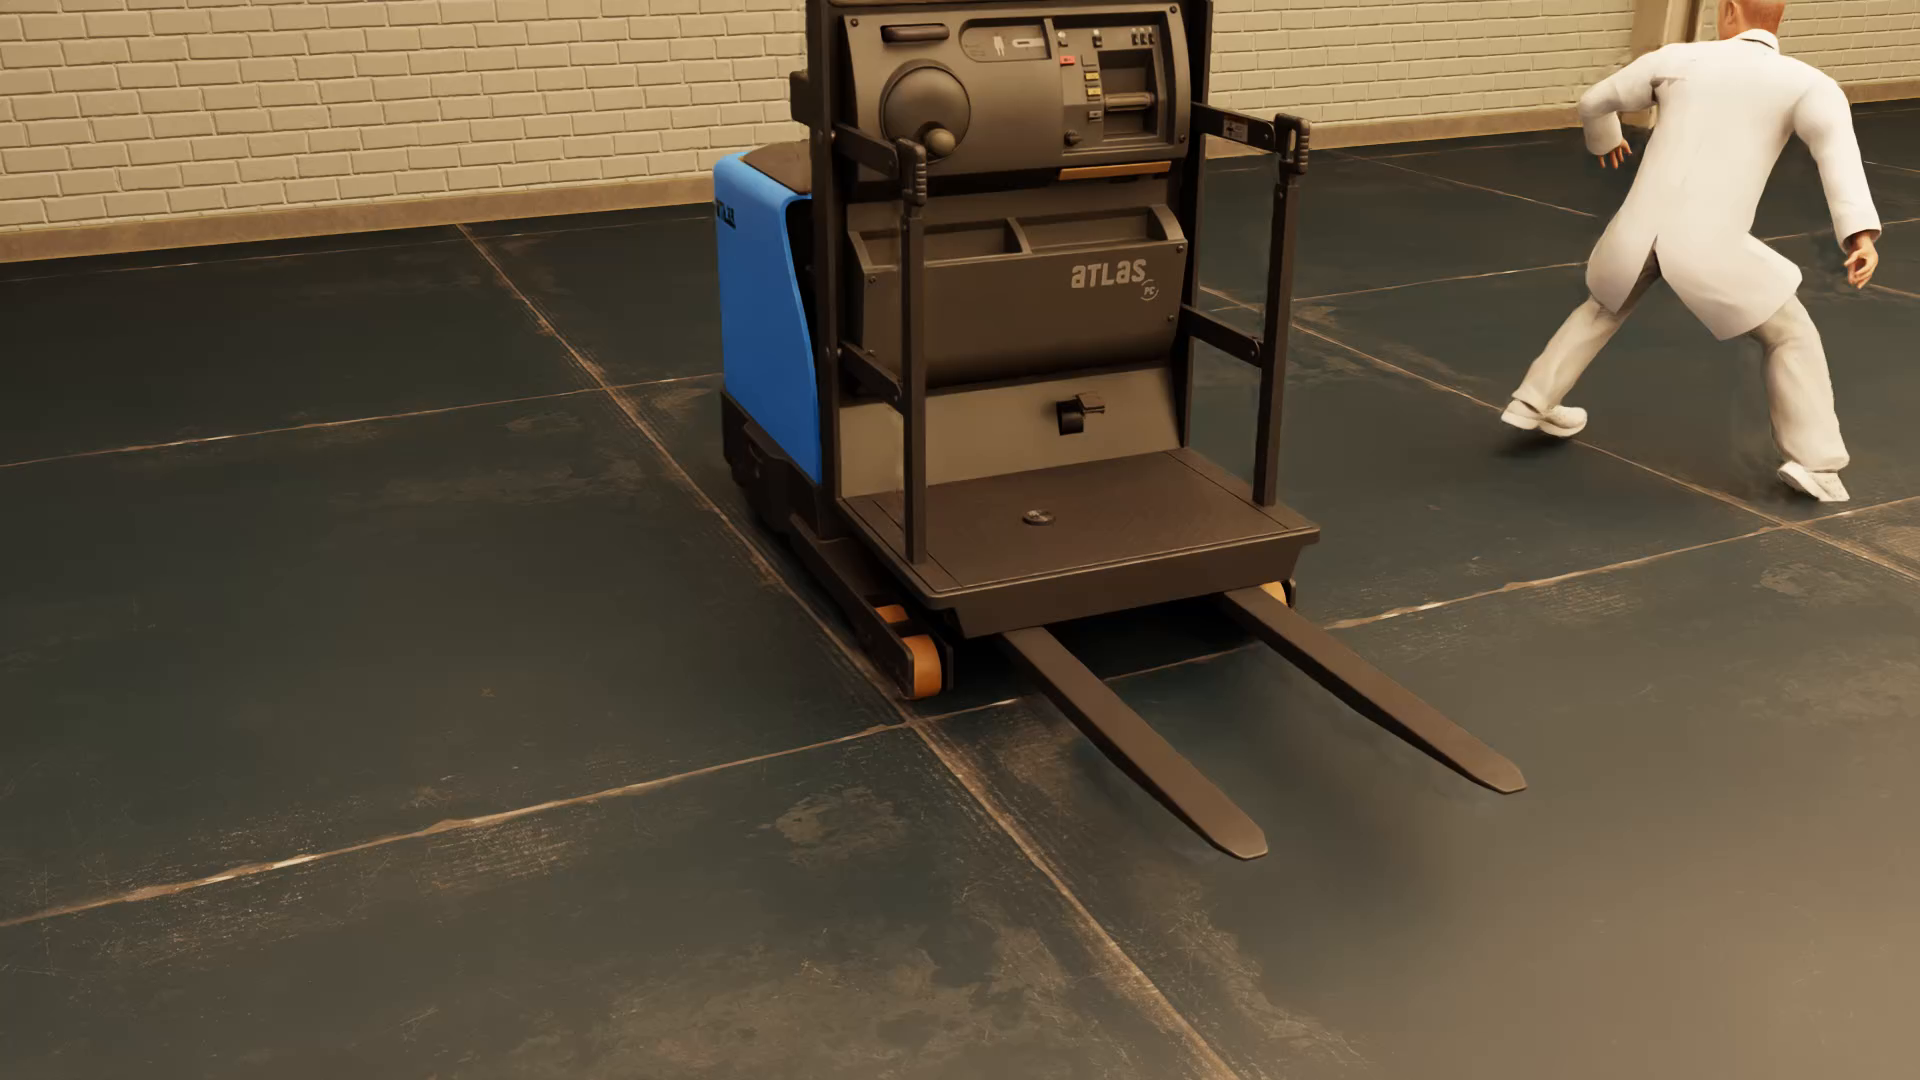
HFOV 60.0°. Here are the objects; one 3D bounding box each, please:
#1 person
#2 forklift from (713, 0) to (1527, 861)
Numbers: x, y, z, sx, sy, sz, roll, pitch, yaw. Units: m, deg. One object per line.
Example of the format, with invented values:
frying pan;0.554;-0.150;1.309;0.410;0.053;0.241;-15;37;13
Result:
person;2.444;-0.921;5.391;0.602;1.741;1.143;-18;29;-37
forklift;0.244;-1.138;4.027;1.130;2.935;3.031;-9;24;-21
